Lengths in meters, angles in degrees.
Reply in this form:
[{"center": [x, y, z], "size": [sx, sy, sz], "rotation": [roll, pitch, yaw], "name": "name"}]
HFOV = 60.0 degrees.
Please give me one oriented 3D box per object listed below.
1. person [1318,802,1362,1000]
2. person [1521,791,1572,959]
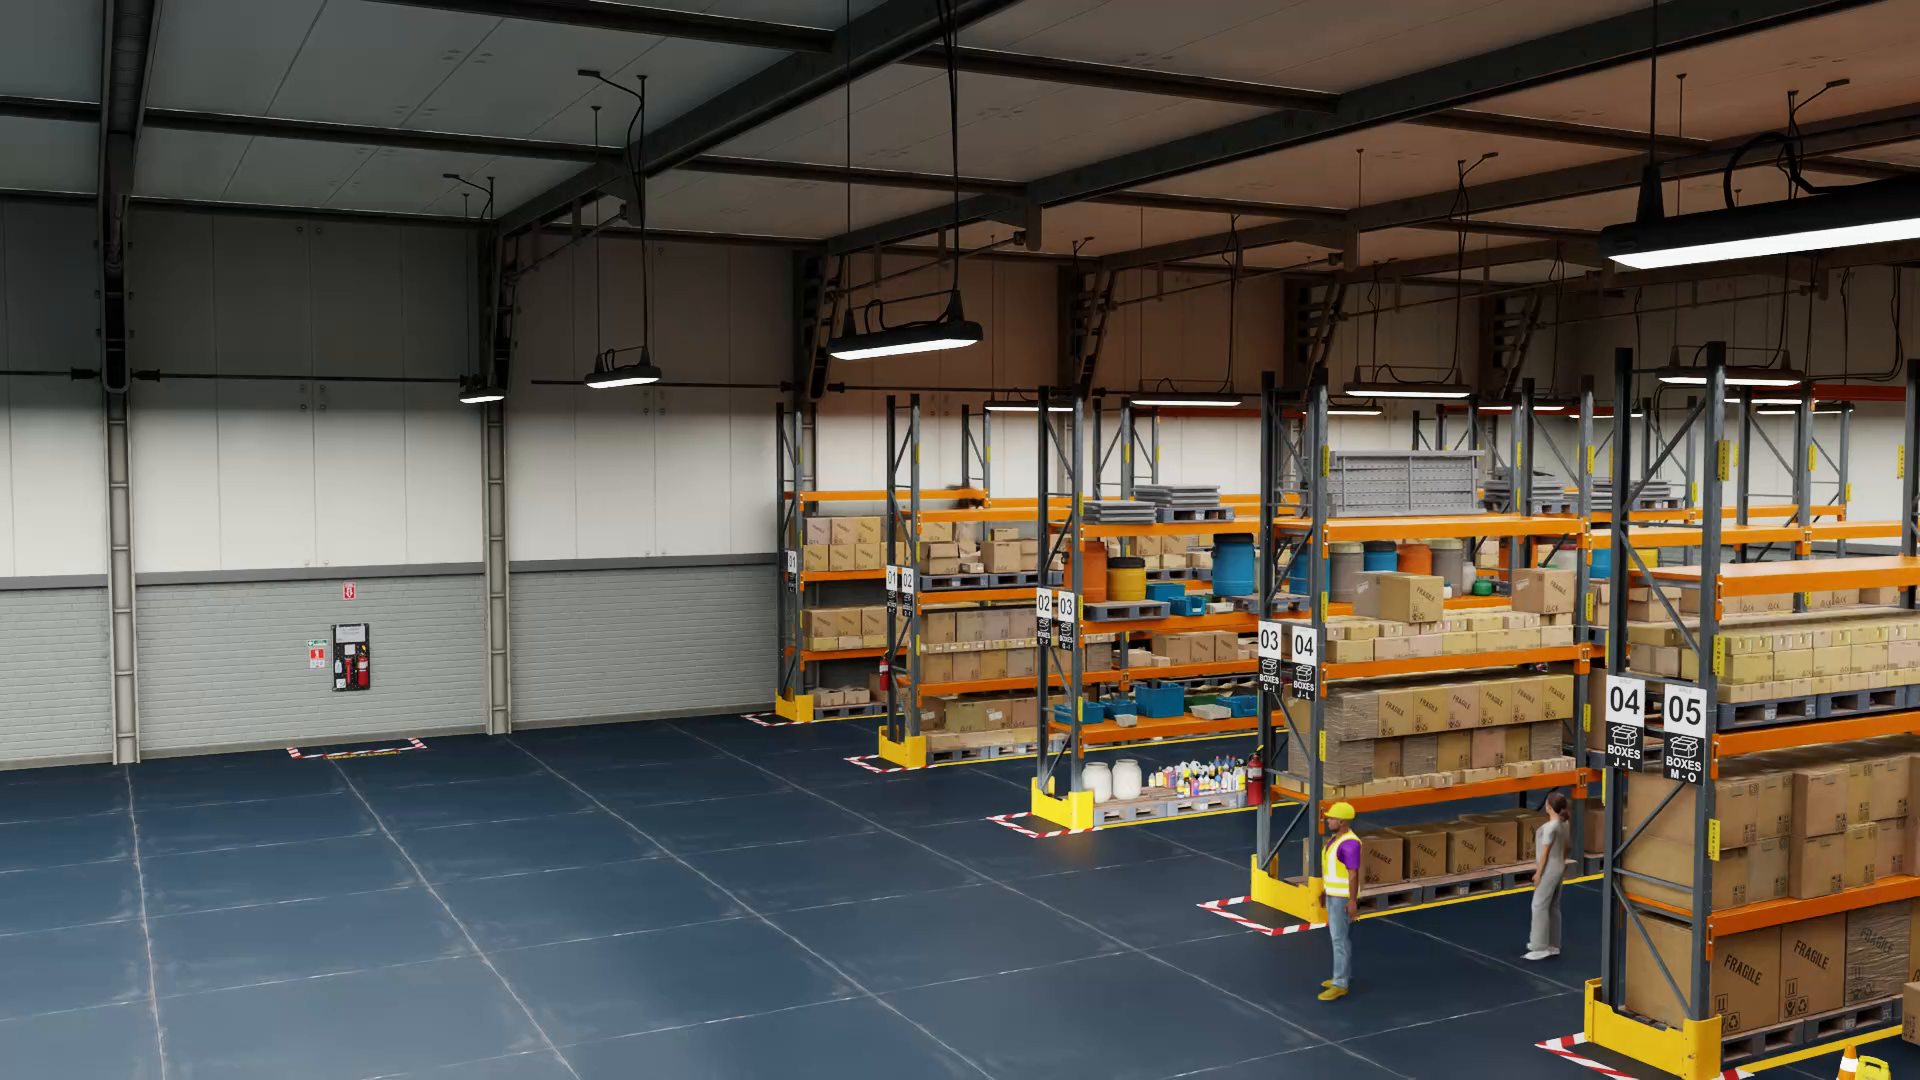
[{"center": [3.571, 3.391, 15.791], "size": [0.449, 1.781, 0.685], "rotation": [0, 3, 0], "name": "person"}, {"center": [5.949, 3.400, 16.861], "size": [0.453, 1.723, 0.473], "rotation": [2, 4, 27], "name": "person"}]
